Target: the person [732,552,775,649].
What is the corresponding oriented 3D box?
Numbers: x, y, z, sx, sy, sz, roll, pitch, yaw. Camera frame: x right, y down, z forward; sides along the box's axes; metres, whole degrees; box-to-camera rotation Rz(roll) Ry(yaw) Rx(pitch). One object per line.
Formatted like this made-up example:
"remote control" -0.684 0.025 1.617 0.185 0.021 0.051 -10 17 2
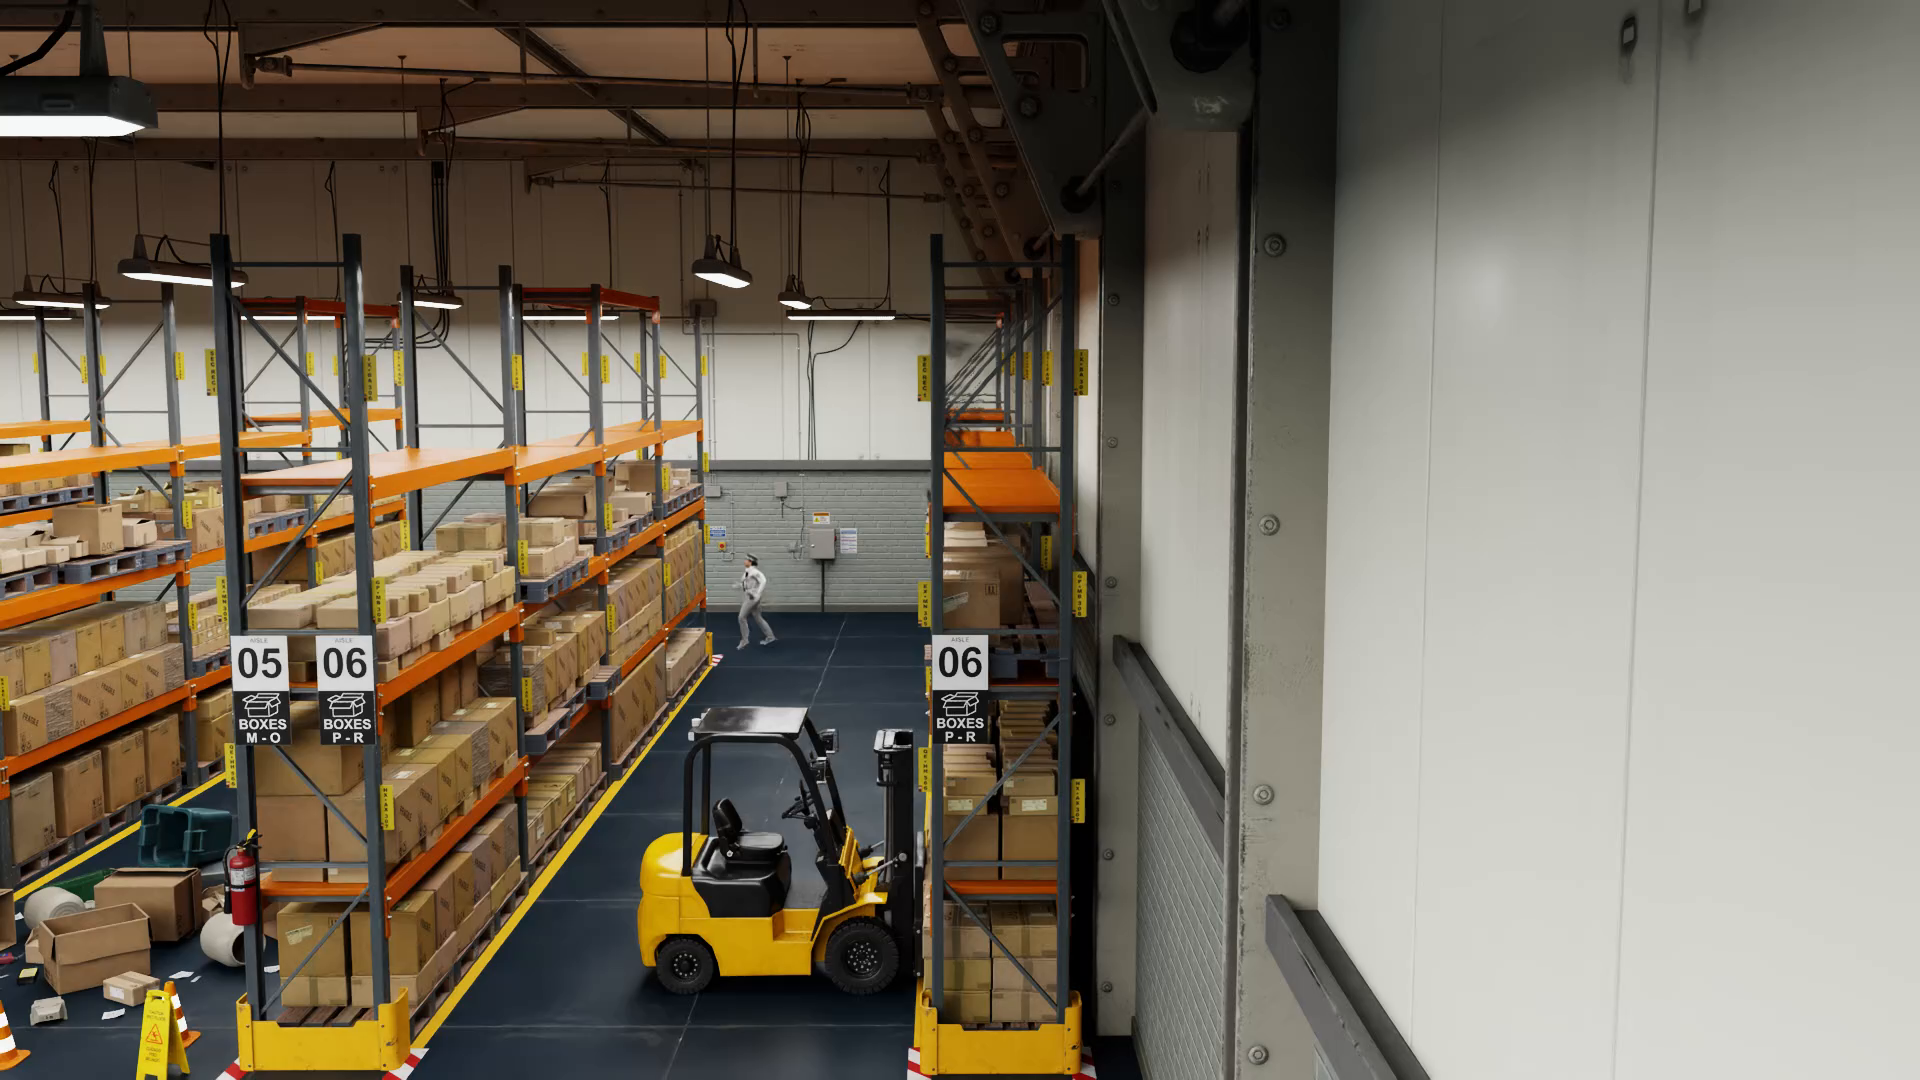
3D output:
"person" -3.661 1.078 29.514 0.752 1.749 0.593 -1 6 -5
